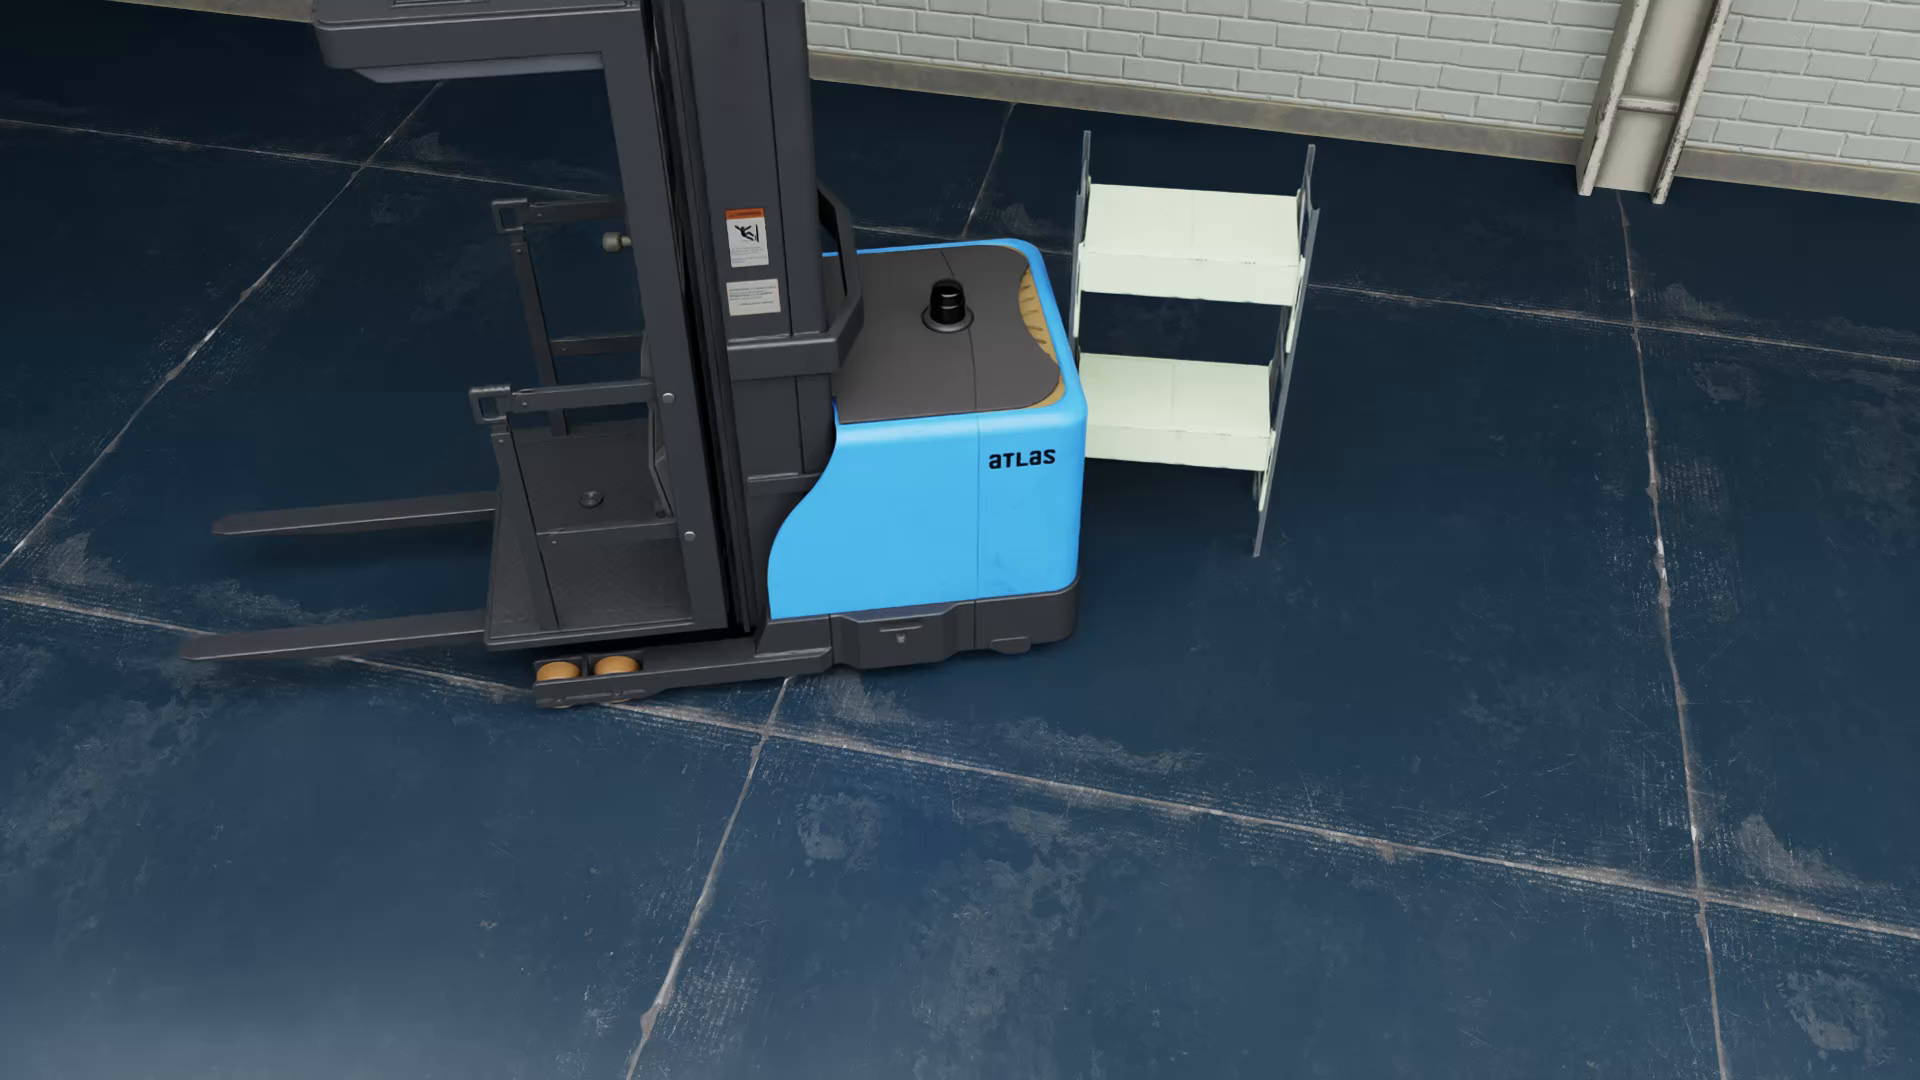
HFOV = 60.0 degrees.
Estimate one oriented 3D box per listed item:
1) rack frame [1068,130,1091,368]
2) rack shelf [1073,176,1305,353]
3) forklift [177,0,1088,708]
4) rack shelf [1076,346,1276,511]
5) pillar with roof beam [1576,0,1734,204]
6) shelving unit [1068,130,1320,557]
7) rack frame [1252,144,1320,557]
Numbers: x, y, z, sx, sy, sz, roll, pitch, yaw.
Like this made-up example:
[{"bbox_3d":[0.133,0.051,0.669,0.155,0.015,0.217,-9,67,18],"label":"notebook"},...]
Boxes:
[{"bbox_3d":[0.398,-0.675,5.869,0.023,1.500,0.400,5,44,5],"label":"rack frame"},{"bbox_3d":[0.762,-0.926,5.568,0.720,0.370,0.431,5,44,5],"label":"rack shelf"},{"bbox_3d":[-1.146,-0.877,5.047,3.031,2.935,1.130,-5,44,-6],"label":"forklift"},{"bbox_3d":[0.762,-0.410,6.064,0.720,0.370,0.431,5,44,5],"label":"rack shelf"},{"bbox_3d":[2.251,-2.060,1.901,0.400,9.000,9.100,9,45,9],"label":"pillar with roof beam"},{"bbox_3d":[0.762,-0.645,5.838,0.755,1.500,0.431,5,44,5],"label":"shelving unit"},{"bbox_3d":[1.125,-0.615,5.807,0.023,1.500,0.400,5,44,5],"label":"rack frame"}]
